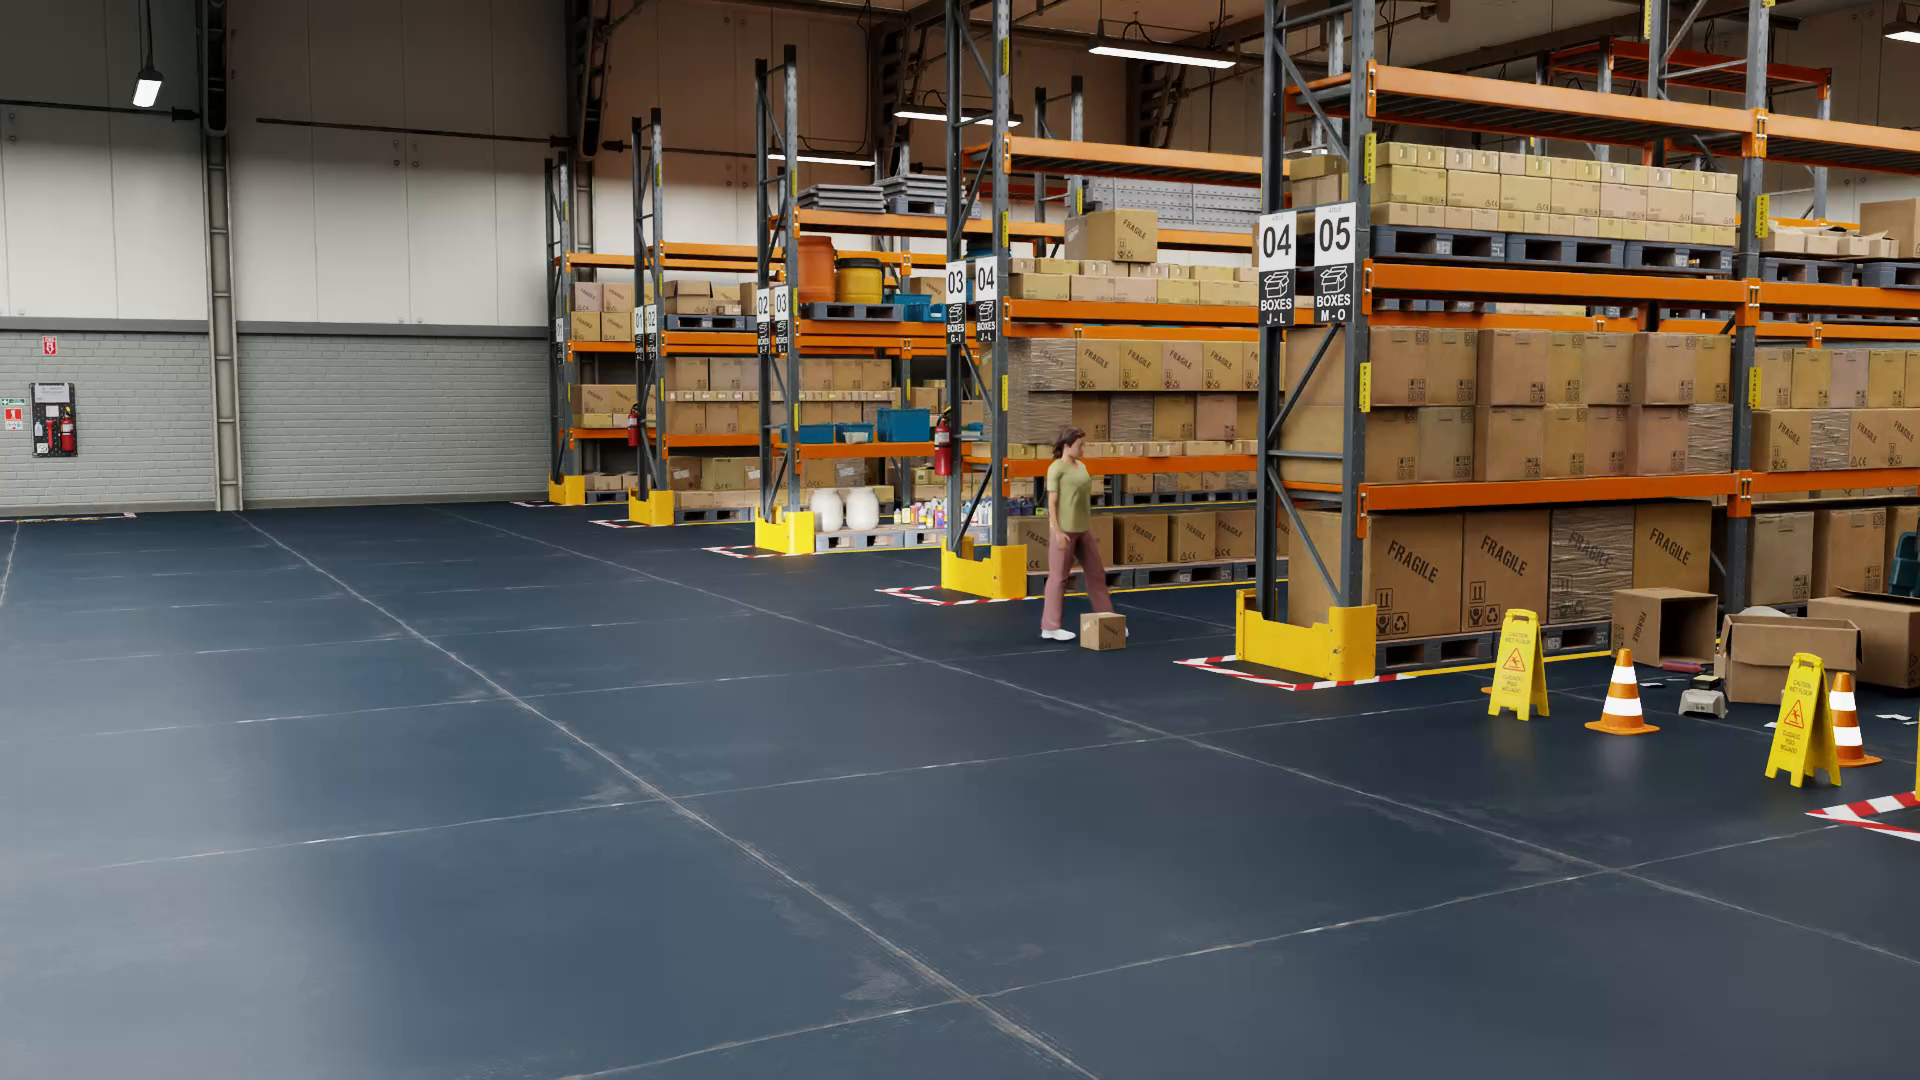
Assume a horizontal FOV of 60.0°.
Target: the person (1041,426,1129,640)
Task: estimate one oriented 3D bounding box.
[{"bbox_3d":[0.971,-0.057,12.999,0.561,1.671,0.551,5,7,44],"label":"person"}]
